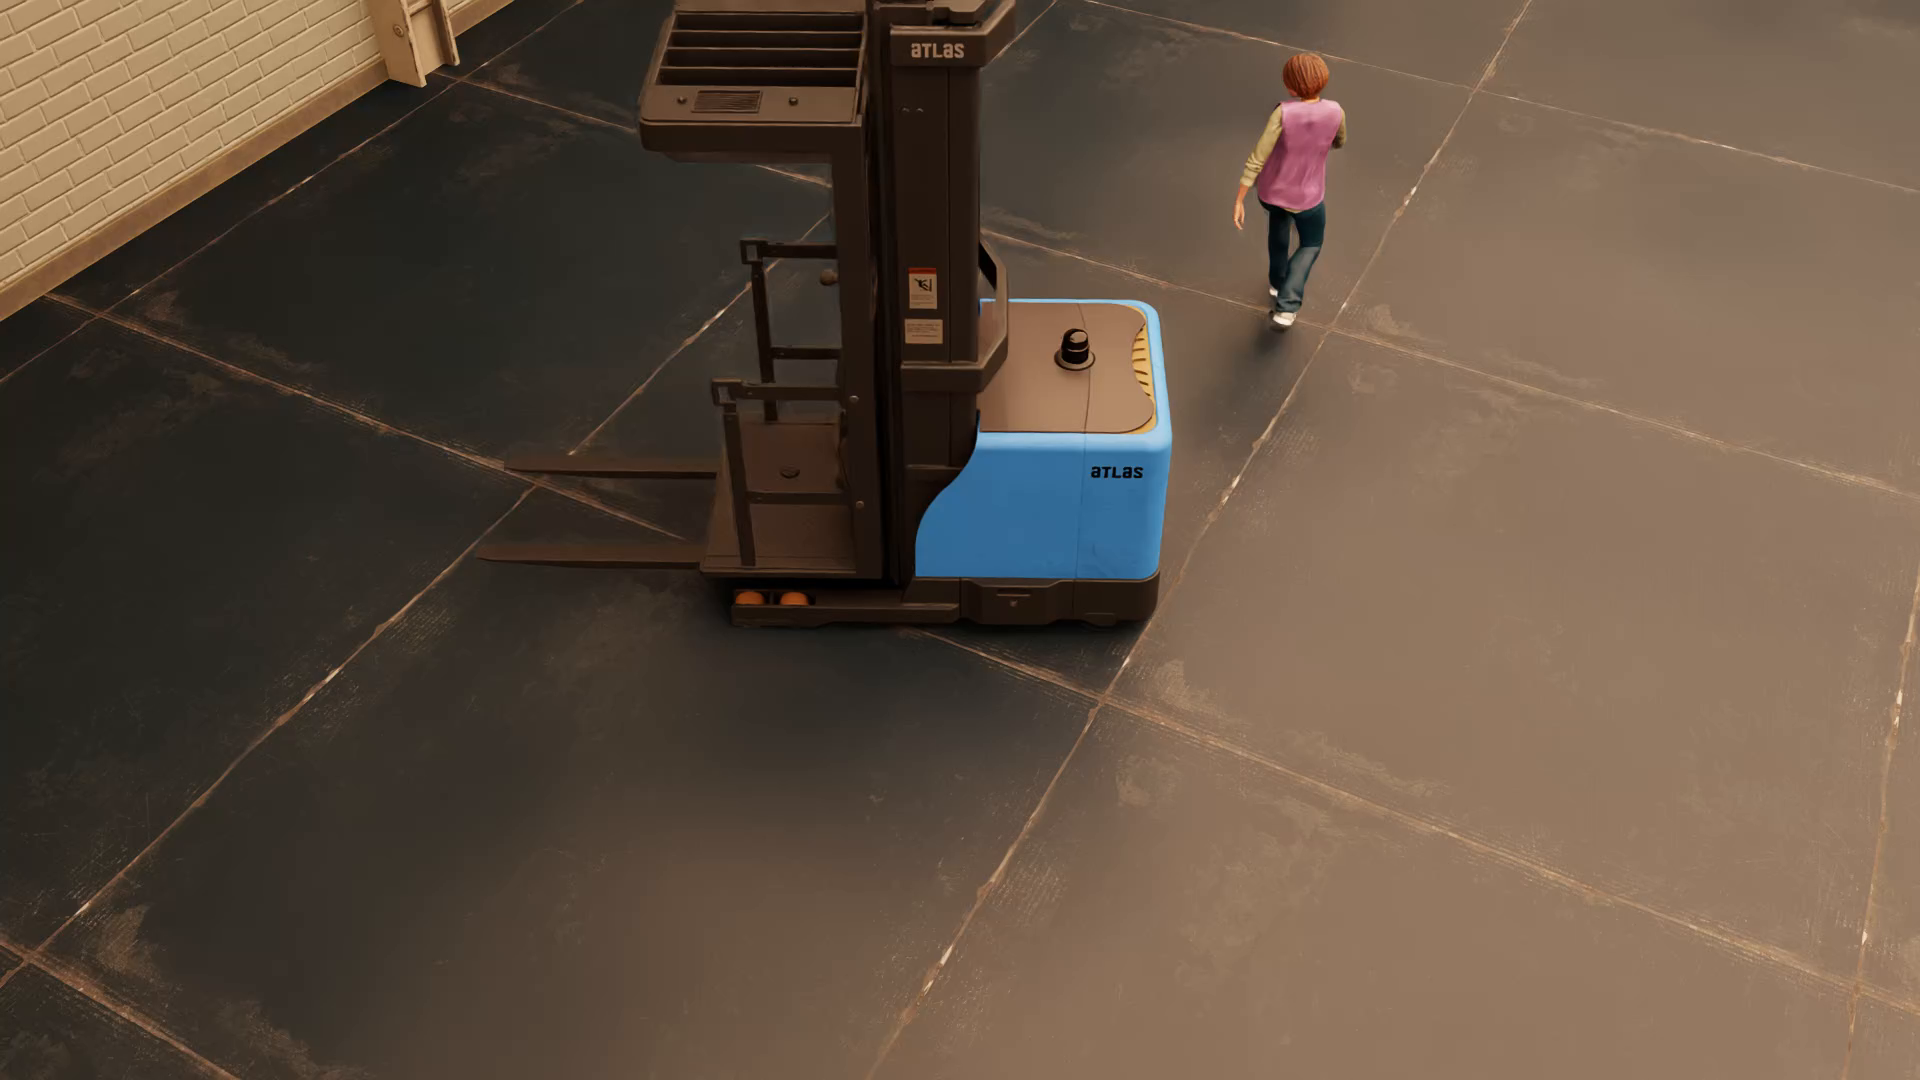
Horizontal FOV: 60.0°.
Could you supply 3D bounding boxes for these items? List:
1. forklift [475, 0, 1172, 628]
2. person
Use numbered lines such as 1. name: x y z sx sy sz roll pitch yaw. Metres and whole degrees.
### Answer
1. forklift: -0.635 -1.039 6.757 3.031 2.935 1.130 1 43 1
2. person: 1.709 -1.816 8.627 0.465 1.523 0.719 13 45 14
